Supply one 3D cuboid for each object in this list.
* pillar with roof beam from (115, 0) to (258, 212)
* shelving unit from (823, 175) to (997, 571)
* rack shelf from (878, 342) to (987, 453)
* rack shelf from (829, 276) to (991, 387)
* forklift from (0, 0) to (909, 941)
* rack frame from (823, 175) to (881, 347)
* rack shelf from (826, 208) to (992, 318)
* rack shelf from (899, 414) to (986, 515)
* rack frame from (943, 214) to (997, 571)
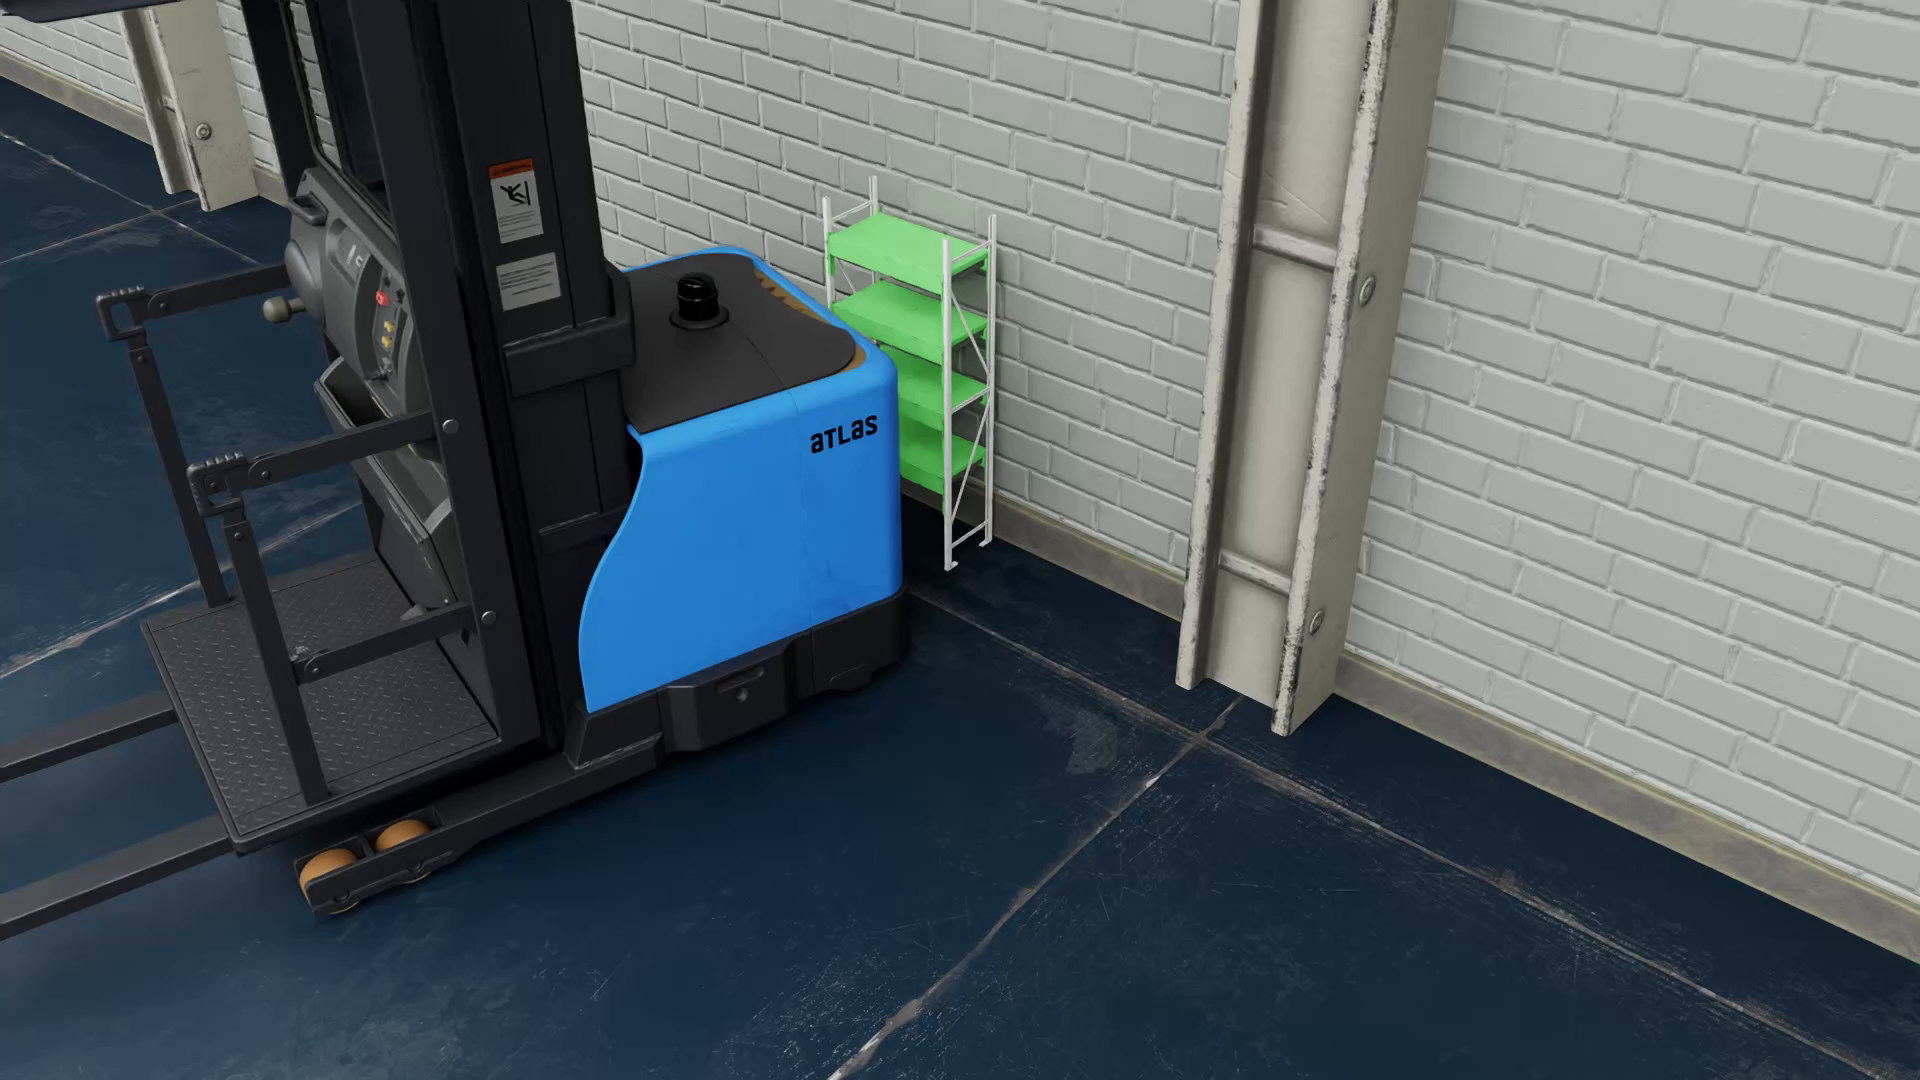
[{"bbox_3d":[-6.457,-3.566,2.994,0.400,9.000,9.100,25,42,32],"label":"pillar with roof beam"},{"bbox_3d":[-0.159,-0.532,5.465,0.503,1.200,0.258,25,41,31],"label":"shelving unit"},{"bbox_3d":[-0.159,-0.480,5.501,0.480,0.148,0.258,25,41,31],"label":"rack shelf"},{"bbox_3d":[-0.158,-0.678,5.365,0.480,0.148,0.258,25,41,31],"label":"rack shelf"},{"bbox_3d":[-1.667,-0.578,4.003,3.031,2.935,1.130,-21,40,-27],"label":"forklift"},{"bbox_3d":[-0.348,-0.620,5.592,0.015,1.200,0.240,25,41,31],"label":"rack frame"},{"bbox_3d":[-0.158,-0.876,5.230,0.480,0.148,0.258,25,41,31],"label":"rack shelf"},{"bbox_3d":[-0.159,-0.282,5.636,0.480,0.148,0.258,25,41,31],"label":"rack shelf"},{"bbox_3d":[0.030,-0.445,5.337,0.015,1.200,0.240,25,41,31],"label":"rack frame"}]
